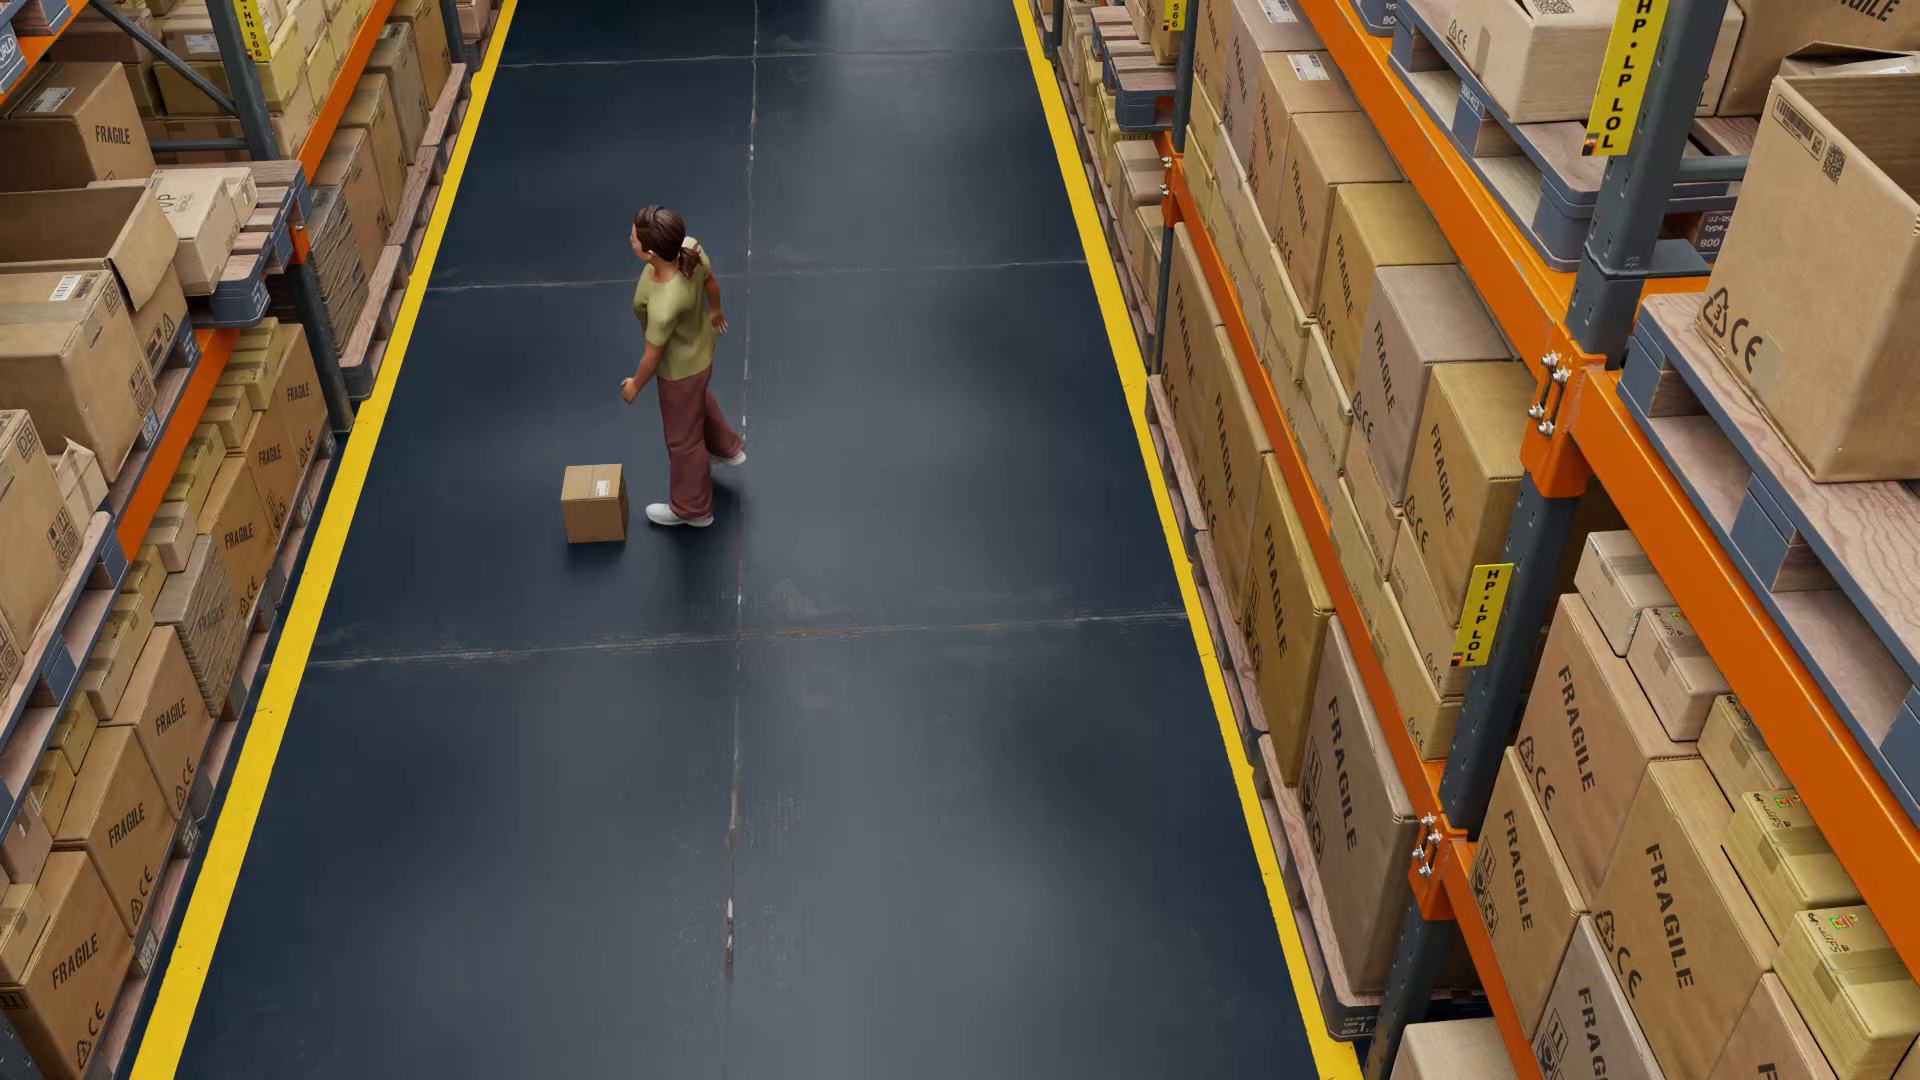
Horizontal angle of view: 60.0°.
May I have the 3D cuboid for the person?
[{"bbox_3d":[-1.213,-0.776,7.096,0.442,1.669,0.728,0,39,0],"label":"person"}]
